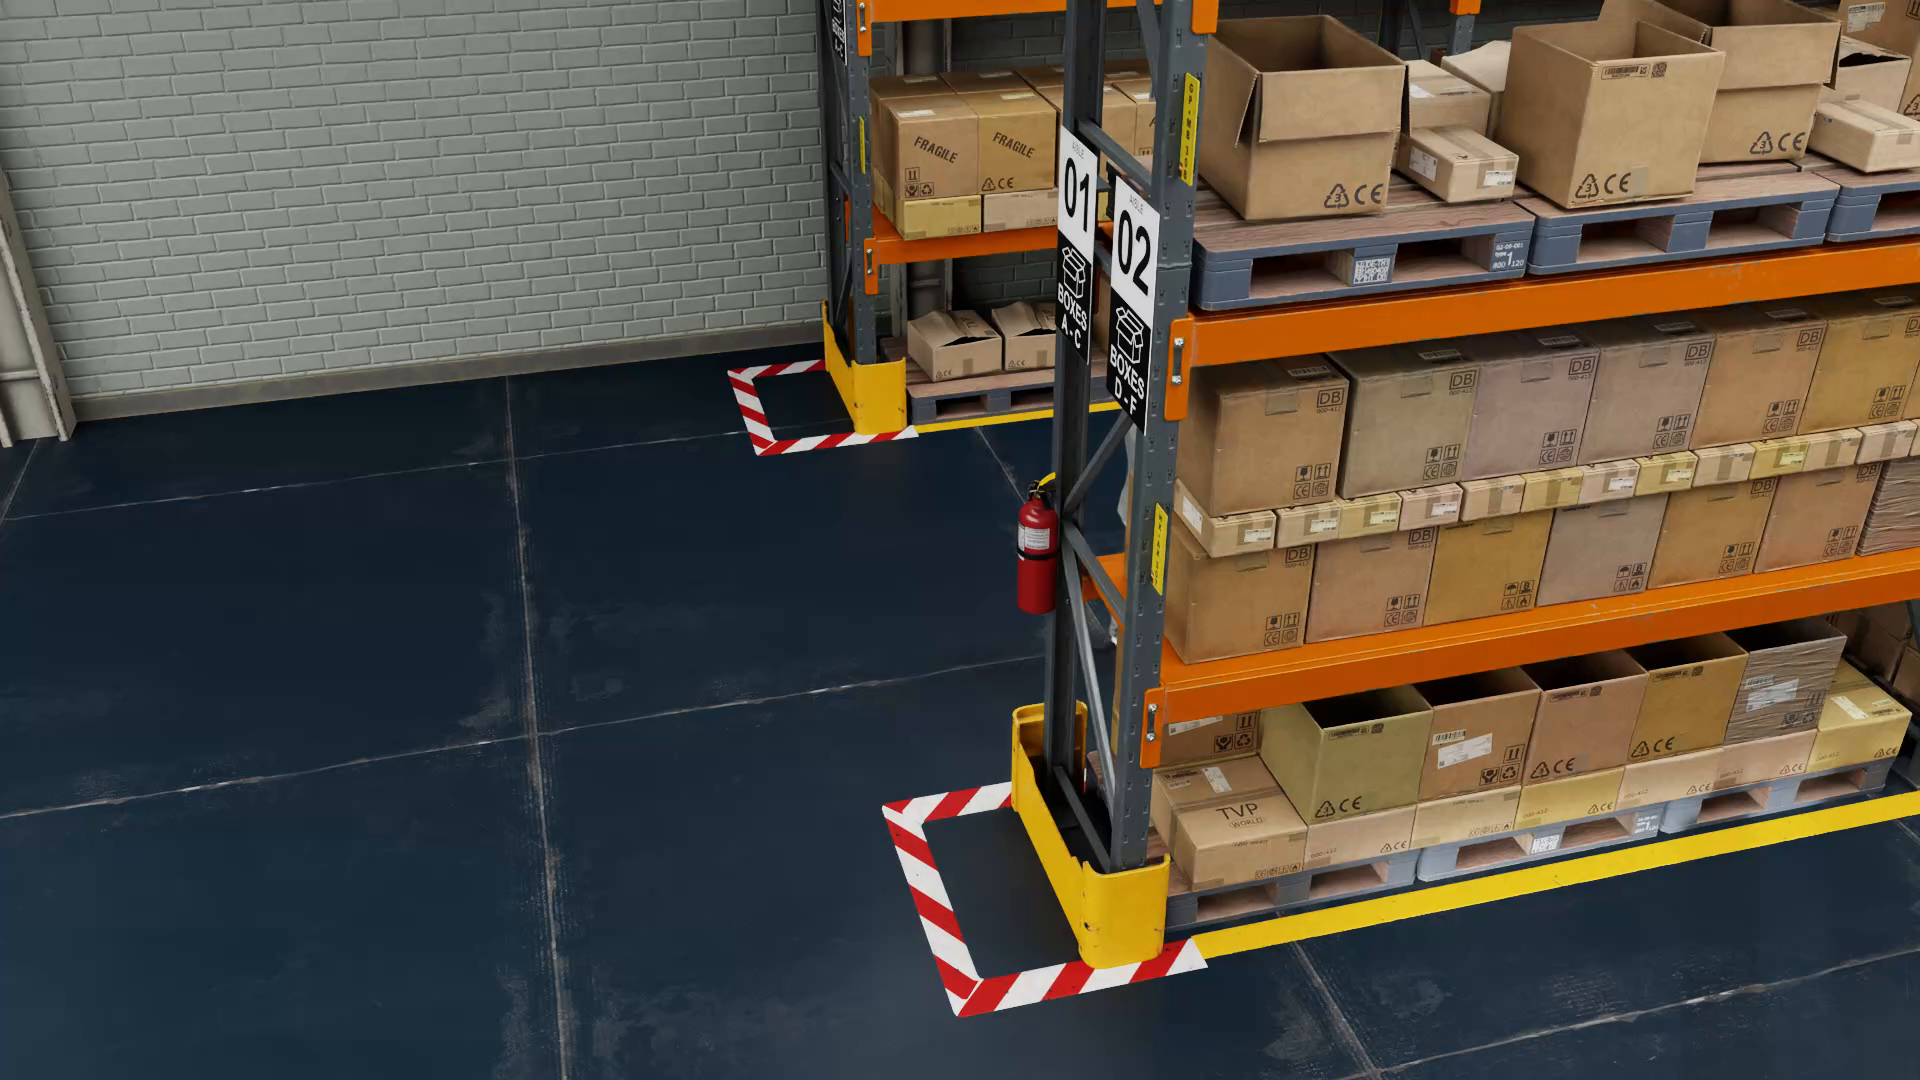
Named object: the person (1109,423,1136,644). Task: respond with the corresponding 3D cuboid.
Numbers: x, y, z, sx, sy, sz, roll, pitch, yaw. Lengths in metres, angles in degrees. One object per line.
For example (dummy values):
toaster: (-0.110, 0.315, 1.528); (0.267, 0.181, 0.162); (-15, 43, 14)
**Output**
person: (0.950, -0.104, 8.434); (0.299, 1.580, 0.407); (-7, 31, -12)
